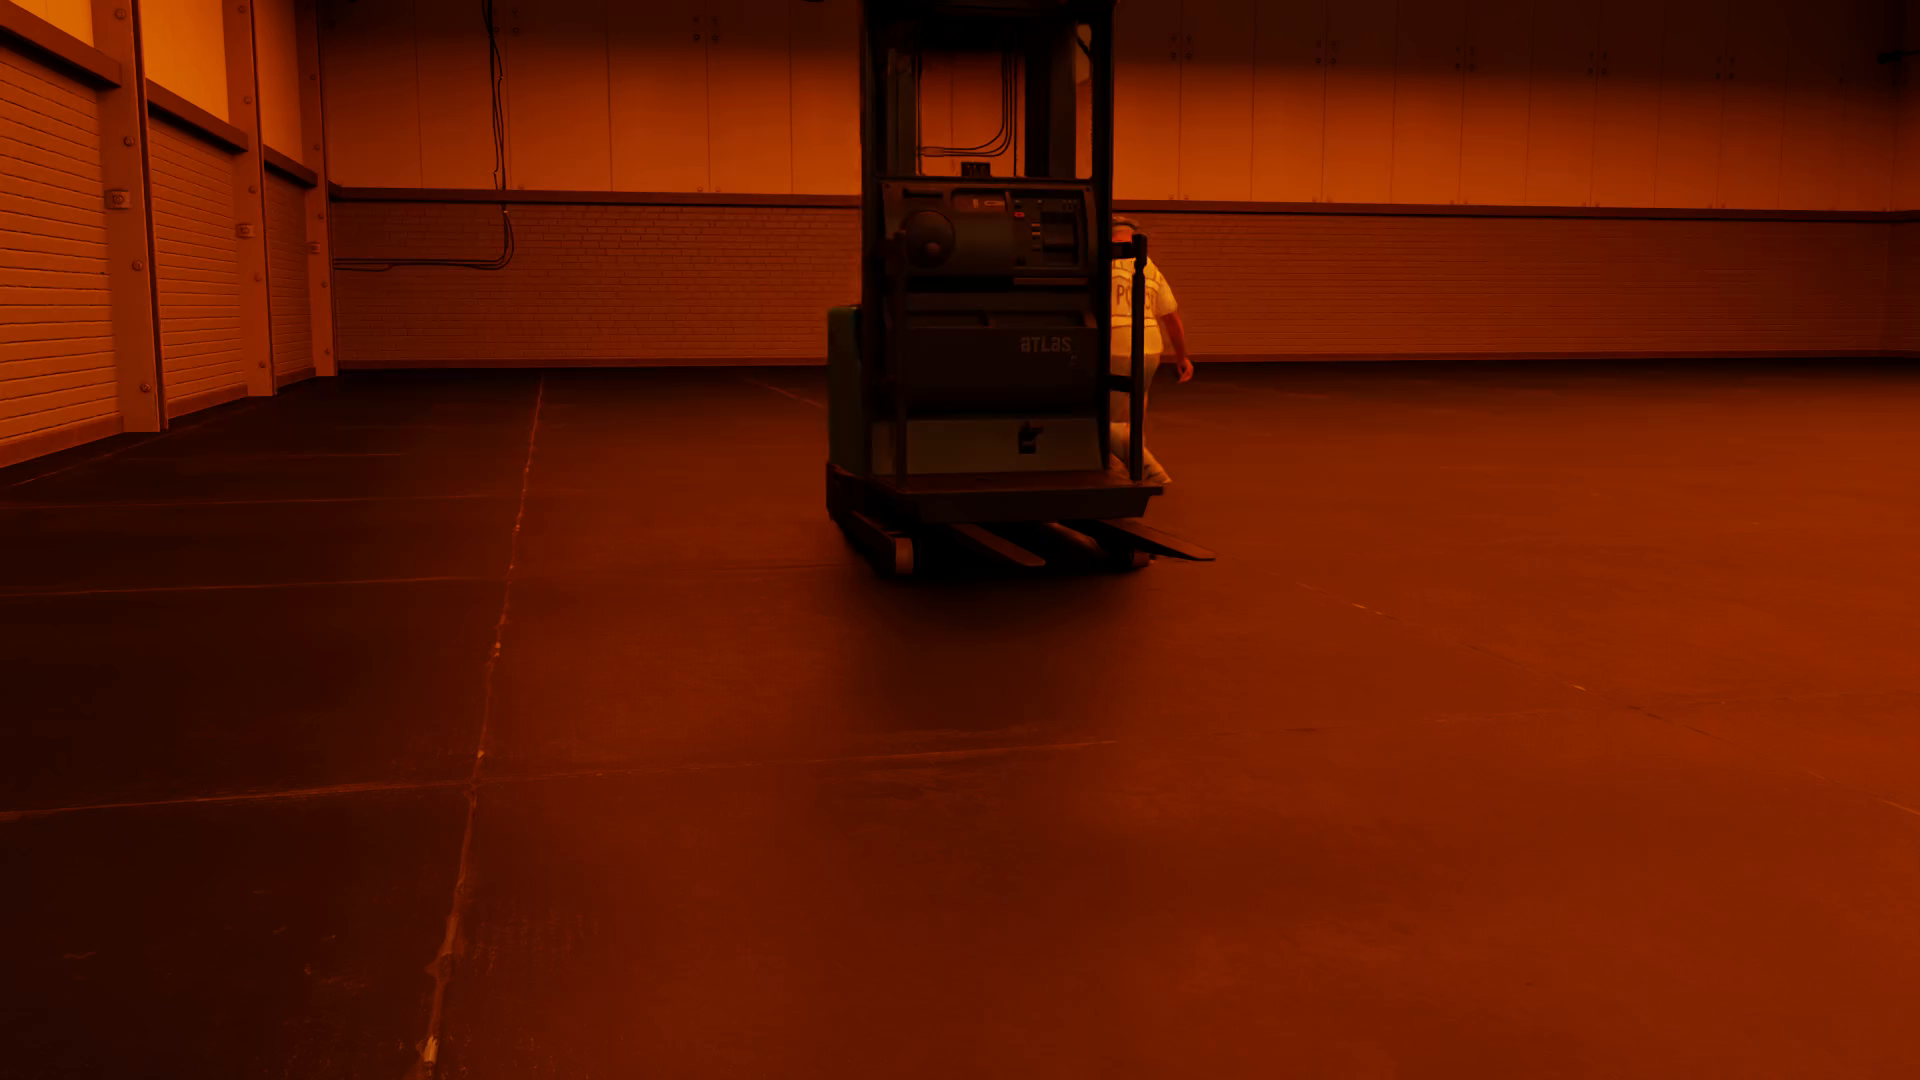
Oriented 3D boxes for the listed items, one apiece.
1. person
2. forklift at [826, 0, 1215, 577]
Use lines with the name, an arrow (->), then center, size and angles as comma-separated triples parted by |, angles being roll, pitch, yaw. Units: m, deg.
person -> 0.897, -1.054, 9.801 | 1.205, 1.685, 0.623 | -6, 10, -38
forklift -> 0.181, -1.361, 6.855 | 1.130, 2.935, 3.031 | -2, 8, -14
